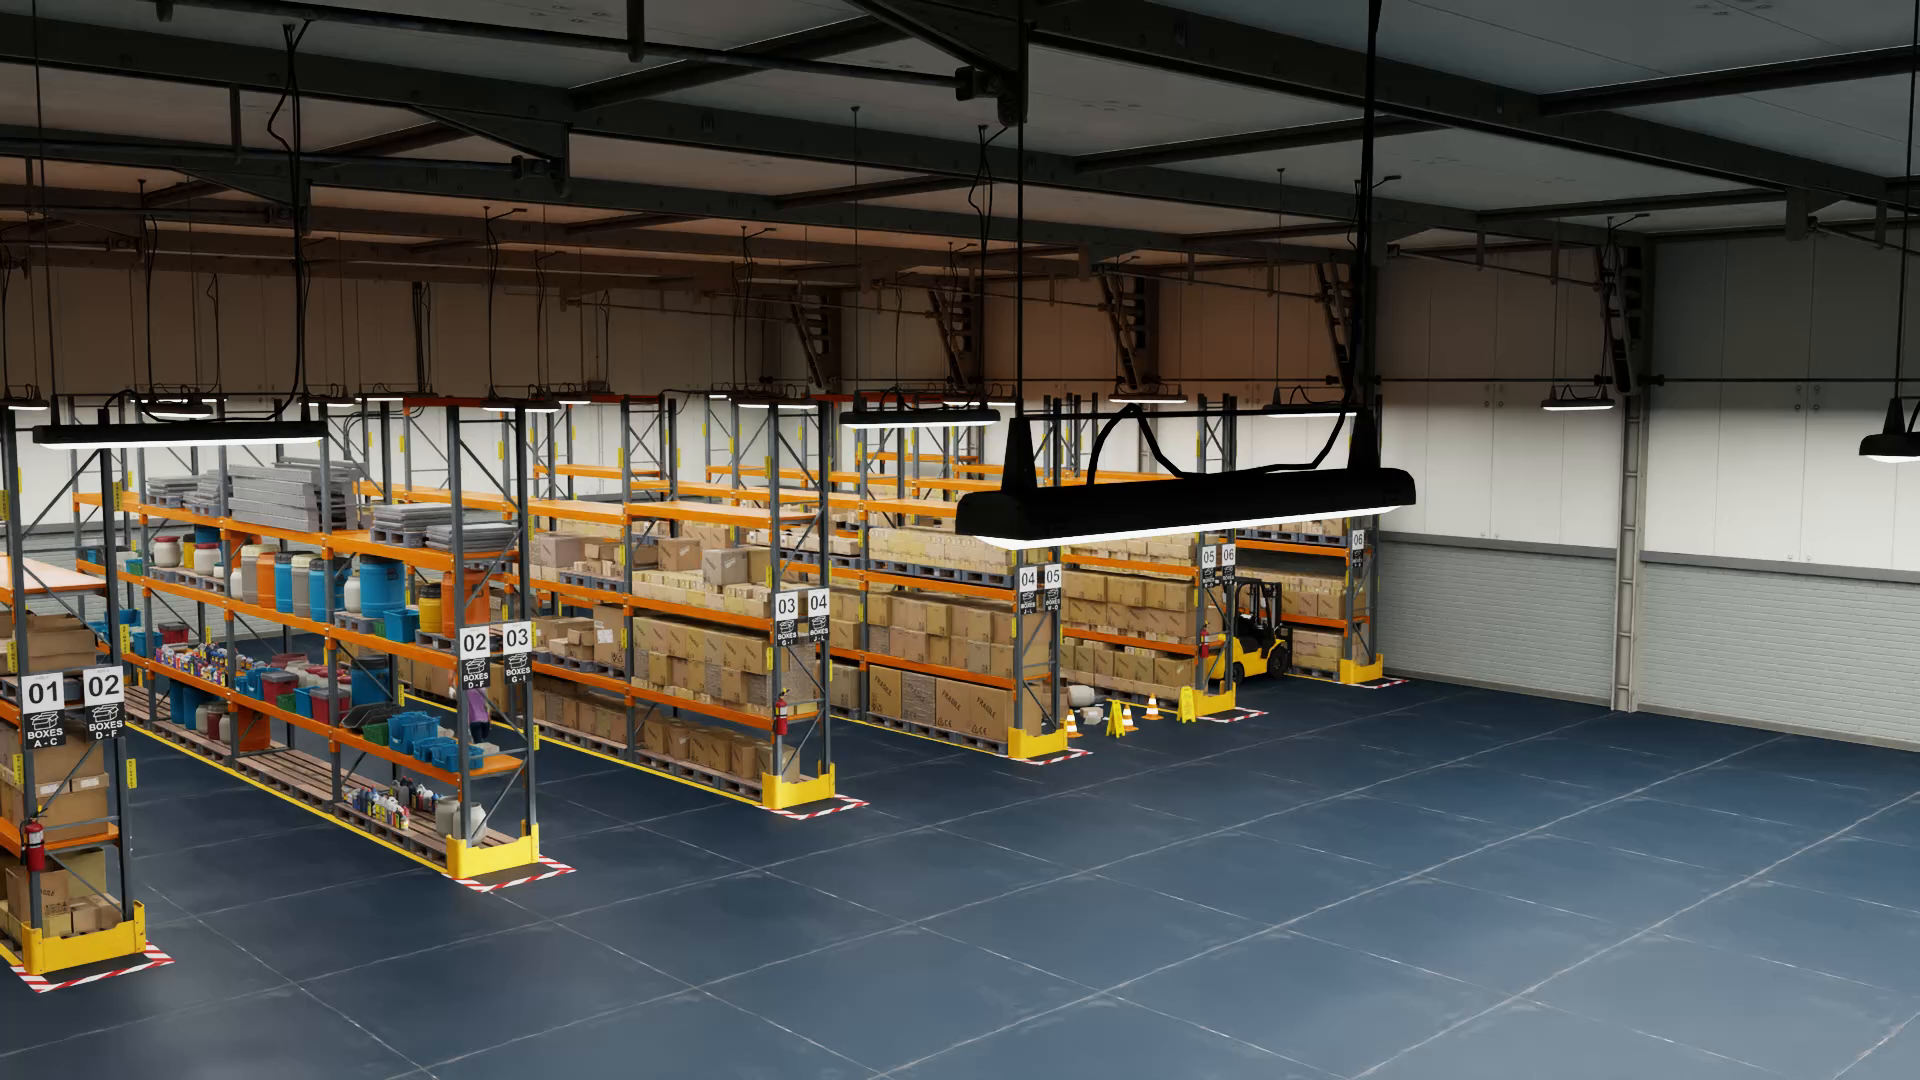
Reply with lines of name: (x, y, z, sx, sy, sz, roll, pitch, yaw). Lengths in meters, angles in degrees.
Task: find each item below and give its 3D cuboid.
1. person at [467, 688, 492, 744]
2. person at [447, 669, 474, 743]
person: (-7.759, 2.940, 26.805, 0.445, 1.583, 0.468, -4, 7, -33)
person: (-8.611, 2.627, 29.238, 0.734, 1.793, 0.576, 4, 7, 33)
